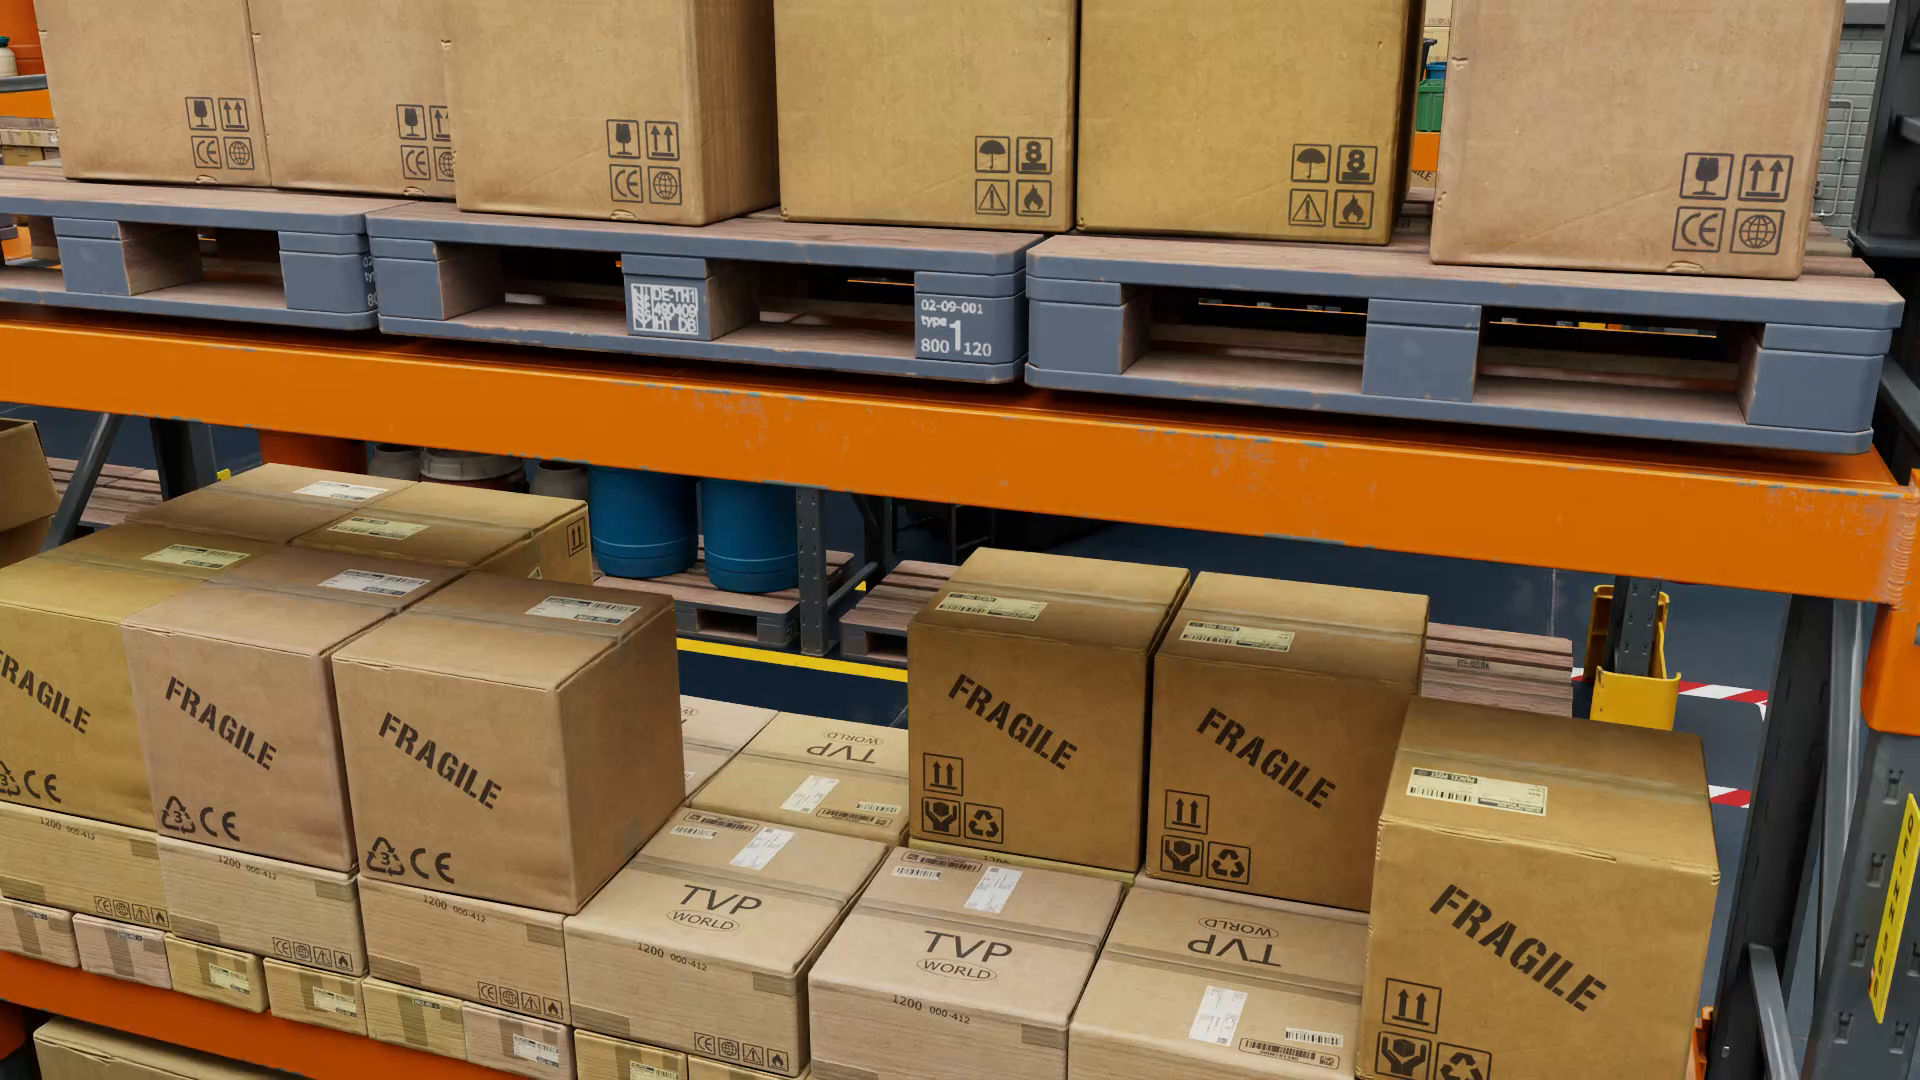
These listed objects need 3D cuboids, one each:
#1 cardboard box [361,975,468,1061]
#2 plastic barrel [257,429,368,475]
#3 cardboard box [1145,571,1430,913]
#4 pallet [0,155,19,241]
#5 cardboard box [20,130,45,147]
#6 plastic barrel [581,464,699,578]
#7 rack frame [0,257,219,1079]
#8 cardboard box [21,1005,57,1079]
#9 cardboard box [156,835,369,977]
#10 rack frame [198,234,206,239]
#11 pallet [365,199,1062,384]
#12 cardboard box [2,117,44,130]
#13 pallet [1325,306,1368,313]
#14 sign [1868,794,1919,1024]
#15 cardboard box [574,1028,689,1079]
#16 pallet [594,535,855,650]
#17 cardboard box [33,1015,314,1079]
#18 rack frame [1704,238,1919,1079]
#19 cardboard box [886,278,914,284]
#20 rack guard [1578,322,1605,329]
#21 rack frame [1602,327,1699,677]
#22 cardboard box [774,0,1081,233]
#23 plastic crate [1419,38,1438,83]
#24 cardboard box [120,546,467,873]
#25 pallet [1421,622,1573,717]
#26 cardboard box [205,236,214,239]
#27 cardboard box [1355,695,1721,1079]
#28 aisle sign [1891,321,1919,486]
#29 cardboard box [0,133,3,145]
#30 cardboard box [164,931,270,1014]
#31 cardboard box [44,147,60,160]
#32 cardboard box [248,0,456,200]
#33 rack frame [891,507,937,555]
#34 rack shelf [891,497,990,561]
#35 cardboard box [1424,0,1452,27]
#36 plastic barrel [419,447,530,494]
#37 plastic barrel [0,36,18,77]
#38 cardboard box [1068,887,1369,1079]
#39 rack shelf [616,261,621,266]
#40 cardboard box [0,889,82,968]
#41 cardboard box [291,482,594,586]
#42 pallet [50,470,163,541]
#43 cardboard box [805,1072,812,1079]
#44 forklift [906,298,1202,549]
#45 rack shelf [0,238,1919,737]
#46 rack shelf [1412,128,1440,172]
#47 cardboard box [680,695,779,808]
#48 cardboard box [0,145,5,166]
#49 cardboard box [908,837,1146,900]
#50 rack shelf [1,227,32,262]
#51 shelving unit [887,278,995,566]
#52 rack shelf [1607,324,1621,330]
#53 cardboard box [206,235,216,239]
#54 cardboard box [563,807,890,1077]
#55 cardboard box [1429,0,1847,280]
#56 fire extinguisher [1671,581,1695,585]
[{"bbox_3d":[-1.089,0.954,3.664,0.250,0.149,0.380,6,20,17],"label":"cardboard box"},{"bbox_3d":[-3.933,-0.510,10.142,0.708,0.830,0.600,7,20,18],"label":"plastic barrel"},{"bbox_3d":[0.694,0.406,3.490,0.500,0.500,0.500,6,20,17],"label":"cardboard box"},{"bbox_3d":[-3.130,-0.822,4.110,1.217,0.209,0.805,6,20,16],"label":"pallet"},{"bbox_3d":[-8.811,-3.894,16.052,0.250,0.149,0.380,6,20,17],"label":"cardboard box"},{"bbox_3d":[-1.799,-0.300,9.430,0.708,0.901,0.600,7,20,18],"label":"plastic barrel"},{"bbox_3d":[-2.247,0.588,4.333,0.127,3.000,1.000,7,20,18],"label":"rack frame"},{"bbox_3d":[-2.858,1.330,4.794,0.875,0.875,1.225,7,20,18],"label":"cardboard box"},{"bbox_3d":[-1.421,0.706,3.770,0.500,0.250,0.500,6,20,18],"label":"cardboard box"},{"bbox_3d":[-4.400,-1.384,9.990,0.127,3.000,1.000,7,20,18],"label":"rack frame"},{"bbox_3d":[-0.329,-0.563,3.211,1.213,0.211,1.003,7,20,18],"label":"pallet"},{"bbox_3d":[-8.867,-4.278,16.170,0.500,0.500,0.700,7,20,18],"label":"cardboard box"},{"bbox_3d":[4.478,-2.478,17.364,1.213,0.211,1.003,7,20,18],"label":"pallet"},{"bbox_3d":[1.340,0.529,2.384,0.005,0.325,0.100,7,20,18],"label":"sign"},{"bbox_3d":[-0.604,1.010,3.504,0.250,0.149,0.380,6,20,16],"label":"cardboard box"},{"bbox_3d":[-1.337,0.268,9.486,1.213,0.211,1.003,7,20,18],"label":"pallet"},{"bbox_3d":[-1.650,1.489,4.337,0.875,0.875,0.875,7,20,18],"label":"cardboard box"},{"bbox_3d":[1.531,1.020,3.093,0.127,3.000,1.000,7,20,18],"label":"rack frame"},{"bbox_3d":[-0.314,-2.109,14.060,0.500,0.250,0.500,7,20,18],"label":"cardboard box"},{"bbox_3d":[6.430,-2.417,16.752,0.348,0.500,1.175,7,20,18],"label":"rack guard"},{"bbox_3d":[3.157,-0.520,7.511,0.127,3.000,1.000,7,20,18],"label":"rack frame"},{"bbox_3d":[0.026,-0.868,3.009,0.500,0.500,0.700,5,20,14],"label":"cardboard box"},{"bbox_3d":[1.804,-2.158,7.746,0.767,0.338,0.504,7,20,18],"label":"plastic crate"},{"bbox_3d":[-1.416,0.351,3.649,0.500,0.500,0.500,7,20,18],"label":"cardboard box"},{"bbox_3d":[2.390,0.696,8.260,1.213,0.211,1.003,7,20,18],"label":"pallet"},{"bbox_3d":[-7.528,-2.650,16.021,0.500,0.500,0.500,7,20,18],"label":"cardboard box"},{"bbox_3d":[0.985,0.625,2.862,0.500,0.500,0.500,7,20,19],"label":"cardboard box"},{"bbox_3d":[1.698,-0.293,2.910,0.004,0.787,0.394,7,20,18],"label":"aisle sign"},{"bbox_3d":[-9.305,-3.949,16.211,0.250,0.149,0.380,6,20,17],"label":"cardboard box"},{"bbox_3d":[-1.580,0.899,3.823,0.250,0.149,0.380,7,20,20],"label":"cardboard box"},{"bbox_3d":[-8.428,-3.614,16.236,0.500,0.500,0.700,7,20,20],"label":"cardboard box"},{"bbox_3d":[-0.982,-0.996,3.377,0.500,0.500,0.700,8,21,21],"label":"cardboard box"},{"bbox_3d":[-0.287,-0.947,10.104,0.015,2.100,0.400,16,25,39],"label":"rack frame"},{"bbox_3d":[-0.104,-0.220,10.186,0.480,0.518,0.431,16,25,39],"label":"rack shelf"},{"bbox_3d":[3.273,-3.727,11.622,0.500,0.250,0.500,7,20,18],"label":"cardboard box"},{"bbox_3d":[-2.866,-0.274,9.831,0.708,0.588,0.600,7,20,18],"label":"plastic barrel"},{"bbox_3d":[-5.678,-2.800,9.705,0.301,0.262,0.301,0,19,0],"label":"plastic barrel"},{"bbox_3d":[0.507,0.925,3.140,0.500,0.250,0.500,6,20,17],"label":"cardboard box"},{"bbox_3d":[-0.882,-2.368,13.906,4.000,0.370,1.077,7,20,18],"label":"rack shelf"},{"bbox_3d":[-2.077,0.842,3.985,0.250,0.149,0.380,7,20,18],"label":"cardboard box"},{"bbox_3d":[-1.253,0.186,4.122,0.500,0.500,0.500,7,20,19],"label":"cardboard box"},{"bbox_3d":[-5.119,-0.163,10.724,1.213,0.211,1.003,7,20,18],"label":"pallet"},{"bbox_3d":[-0.124,1.065,3.346,0.250,0.149,0.380,7,20,18],"label":"cardboard box"},{"bbox_3d":[1.014,-1.732,11.093,1.130,2.935,3.031,17,25,40],"label":"forklift"},{"bbox_3d":[-0.358,-0.273,3.337,4.000,0.370,1.077,7,20,18],"label":"rack shelf"},{"bbox_3d":[1.267,-1.813,7.755,4.000,0.370,1.077,7,20,18],"label":"rack shelf"},{"bbox_3d":[-0.772,0.595,4.089,0.500,0.250,0.500,7,20,19],"label":"cardboard box"},{"bbox_3d":[-9.394,-3.726,16.555,0.500,0.500,0.700,7,20,19],"label":"cardboard box"},{"bbox_3d":[0.200,0.705,3.772,0.500,0.250,0.500,6,20,16],"label":"cardboard box"},{"bbox_3d":[-4.137,-0.705,4.577,4.000,0.370,1.077,7,20,18],"label":"rack shelf"},{"bbox_3d":[-0.104,-0.894,9.951,0.503,2.100,0.431,16,25,39],"label":"shelving unit"},{"bbox_3d":[2.896,-1.936,12.666,4.000,0.370,1.077,7,20,18],"label":"rack shelf"},{"bbox_3d":[-7.360,-2.809,16.478,0.500,0.500,0.500,7,20,18],"label":"cardboard box"},{"bbox_3d":[-0.467,0.816,3.455,0.500,0.250,0.500,7,20,18],"label":"cardboard box"},{"bbox_3d":[1.022,-0.729,2.611,0.500,0.500,0.700,5,20,15],"label":"cardboard box"},{"bbox_3d":[3.150,-0.150,7.133,0.183,0.674,0.296,7,20,18],"label":"fire extinguisher"}]
